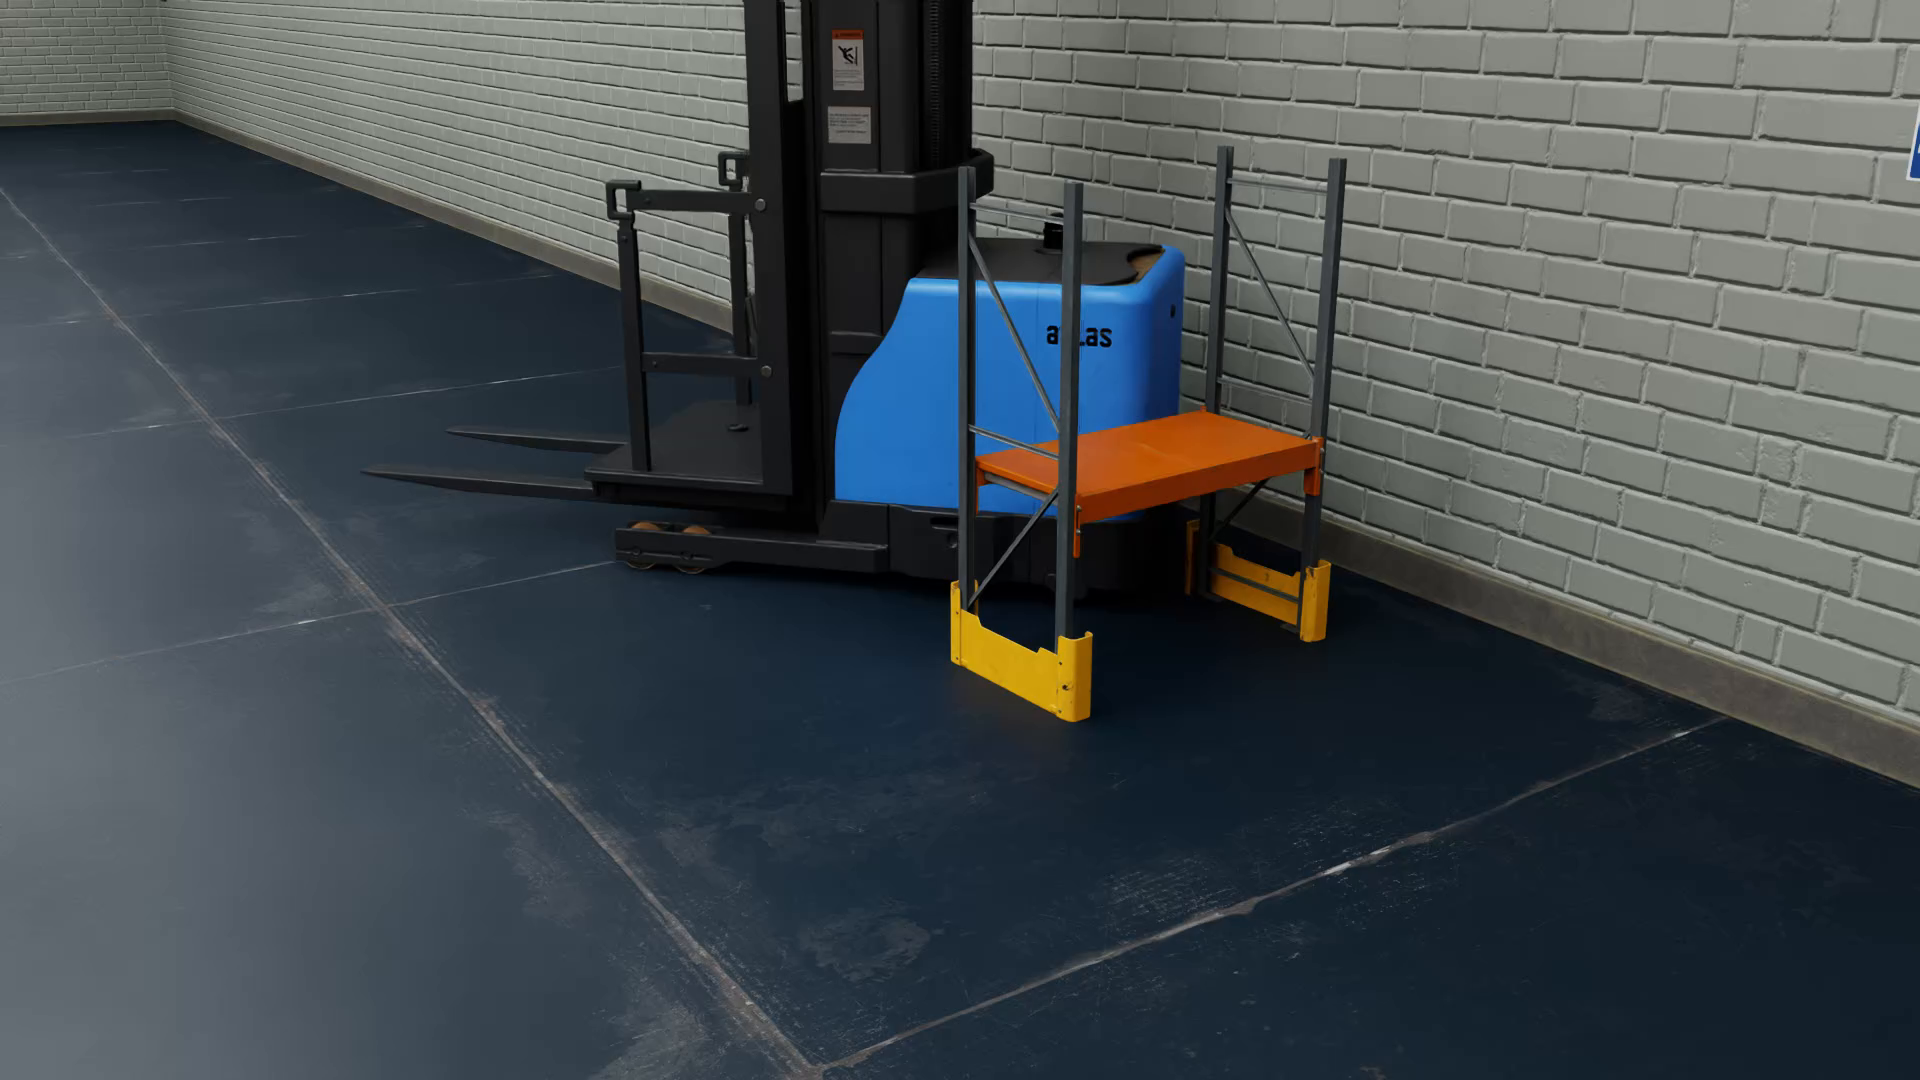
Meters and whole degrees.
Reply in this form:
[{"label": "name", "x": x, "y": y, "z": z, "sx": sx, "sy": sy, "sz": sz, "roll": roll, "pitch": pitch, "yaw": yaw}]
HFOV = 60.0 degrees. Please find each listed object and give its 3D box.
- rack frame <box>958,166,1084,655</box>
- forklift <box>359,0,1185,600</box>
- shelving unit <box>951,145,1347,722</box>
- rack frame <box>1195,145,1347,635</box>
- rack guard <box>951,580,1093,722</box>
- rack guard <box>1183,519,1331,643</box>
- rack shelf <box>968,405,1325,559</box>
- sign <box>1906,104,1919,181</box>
[{"label": "rack frame", "x": 0.157, "y": -0.270, "z": 4.702, "sx": 0.032, "sy": 1.500, "sz": 0.500, "roll": -14, "pitch": 23, "yaw": -35}, {"label": "forklift", "x": -0.739, "y": -1.425, "z": 5.884, "sx": 3.031, "sy": 2.935, "sz": 1.130, "roll": 5, "pitch": 19, "yaw": 13}, {"label": "shelving unit", "x": 0.571, "y": -0.370, "z": 4.997, "sx": 1.083, "sy": 1.500, "sz": 0.587, "roll": -14, "pitch": 23, "yaw": -35}, {"label": "rack frame", "x": 0.970, "y": -0.466, "z": 5.280, "sx": 0.032, "sy": 1.500, "sz": 0.500, "roll": -14, "pitch": 23, "yaw": -35}, {"label": "rack guard", "x": 0.172, "y": 0.318, "z": 4.914, "sx": 0.087, "sy": 0.250, "sz": 0.587, "roll": -14, "pitch": 23, "yaw": -35}, {"label": "rack guard", "x": 0.969, "y": 0.127, "z": 5.480, "sx": 0.087, "sy": 0.250, "sz": 0.587, "roll": -14, "pitch": 23, "yaw": -35}, {"label": "rack shelf", "x": 0.563, "y": -0.198, "z": 5.049, "sx": 1.000, "sy": 0.185, "sz": 0.538, "roll": -14, "pitch": 23, "yaw": -35}, {"label": "sign", "x": 2.429, "y": -0.950, "z": 3.948, "sx": 0.001, "sy": 0.218, "sz": 0.327, "roll": -12, "pitch": 22, "yaw": -31}]
